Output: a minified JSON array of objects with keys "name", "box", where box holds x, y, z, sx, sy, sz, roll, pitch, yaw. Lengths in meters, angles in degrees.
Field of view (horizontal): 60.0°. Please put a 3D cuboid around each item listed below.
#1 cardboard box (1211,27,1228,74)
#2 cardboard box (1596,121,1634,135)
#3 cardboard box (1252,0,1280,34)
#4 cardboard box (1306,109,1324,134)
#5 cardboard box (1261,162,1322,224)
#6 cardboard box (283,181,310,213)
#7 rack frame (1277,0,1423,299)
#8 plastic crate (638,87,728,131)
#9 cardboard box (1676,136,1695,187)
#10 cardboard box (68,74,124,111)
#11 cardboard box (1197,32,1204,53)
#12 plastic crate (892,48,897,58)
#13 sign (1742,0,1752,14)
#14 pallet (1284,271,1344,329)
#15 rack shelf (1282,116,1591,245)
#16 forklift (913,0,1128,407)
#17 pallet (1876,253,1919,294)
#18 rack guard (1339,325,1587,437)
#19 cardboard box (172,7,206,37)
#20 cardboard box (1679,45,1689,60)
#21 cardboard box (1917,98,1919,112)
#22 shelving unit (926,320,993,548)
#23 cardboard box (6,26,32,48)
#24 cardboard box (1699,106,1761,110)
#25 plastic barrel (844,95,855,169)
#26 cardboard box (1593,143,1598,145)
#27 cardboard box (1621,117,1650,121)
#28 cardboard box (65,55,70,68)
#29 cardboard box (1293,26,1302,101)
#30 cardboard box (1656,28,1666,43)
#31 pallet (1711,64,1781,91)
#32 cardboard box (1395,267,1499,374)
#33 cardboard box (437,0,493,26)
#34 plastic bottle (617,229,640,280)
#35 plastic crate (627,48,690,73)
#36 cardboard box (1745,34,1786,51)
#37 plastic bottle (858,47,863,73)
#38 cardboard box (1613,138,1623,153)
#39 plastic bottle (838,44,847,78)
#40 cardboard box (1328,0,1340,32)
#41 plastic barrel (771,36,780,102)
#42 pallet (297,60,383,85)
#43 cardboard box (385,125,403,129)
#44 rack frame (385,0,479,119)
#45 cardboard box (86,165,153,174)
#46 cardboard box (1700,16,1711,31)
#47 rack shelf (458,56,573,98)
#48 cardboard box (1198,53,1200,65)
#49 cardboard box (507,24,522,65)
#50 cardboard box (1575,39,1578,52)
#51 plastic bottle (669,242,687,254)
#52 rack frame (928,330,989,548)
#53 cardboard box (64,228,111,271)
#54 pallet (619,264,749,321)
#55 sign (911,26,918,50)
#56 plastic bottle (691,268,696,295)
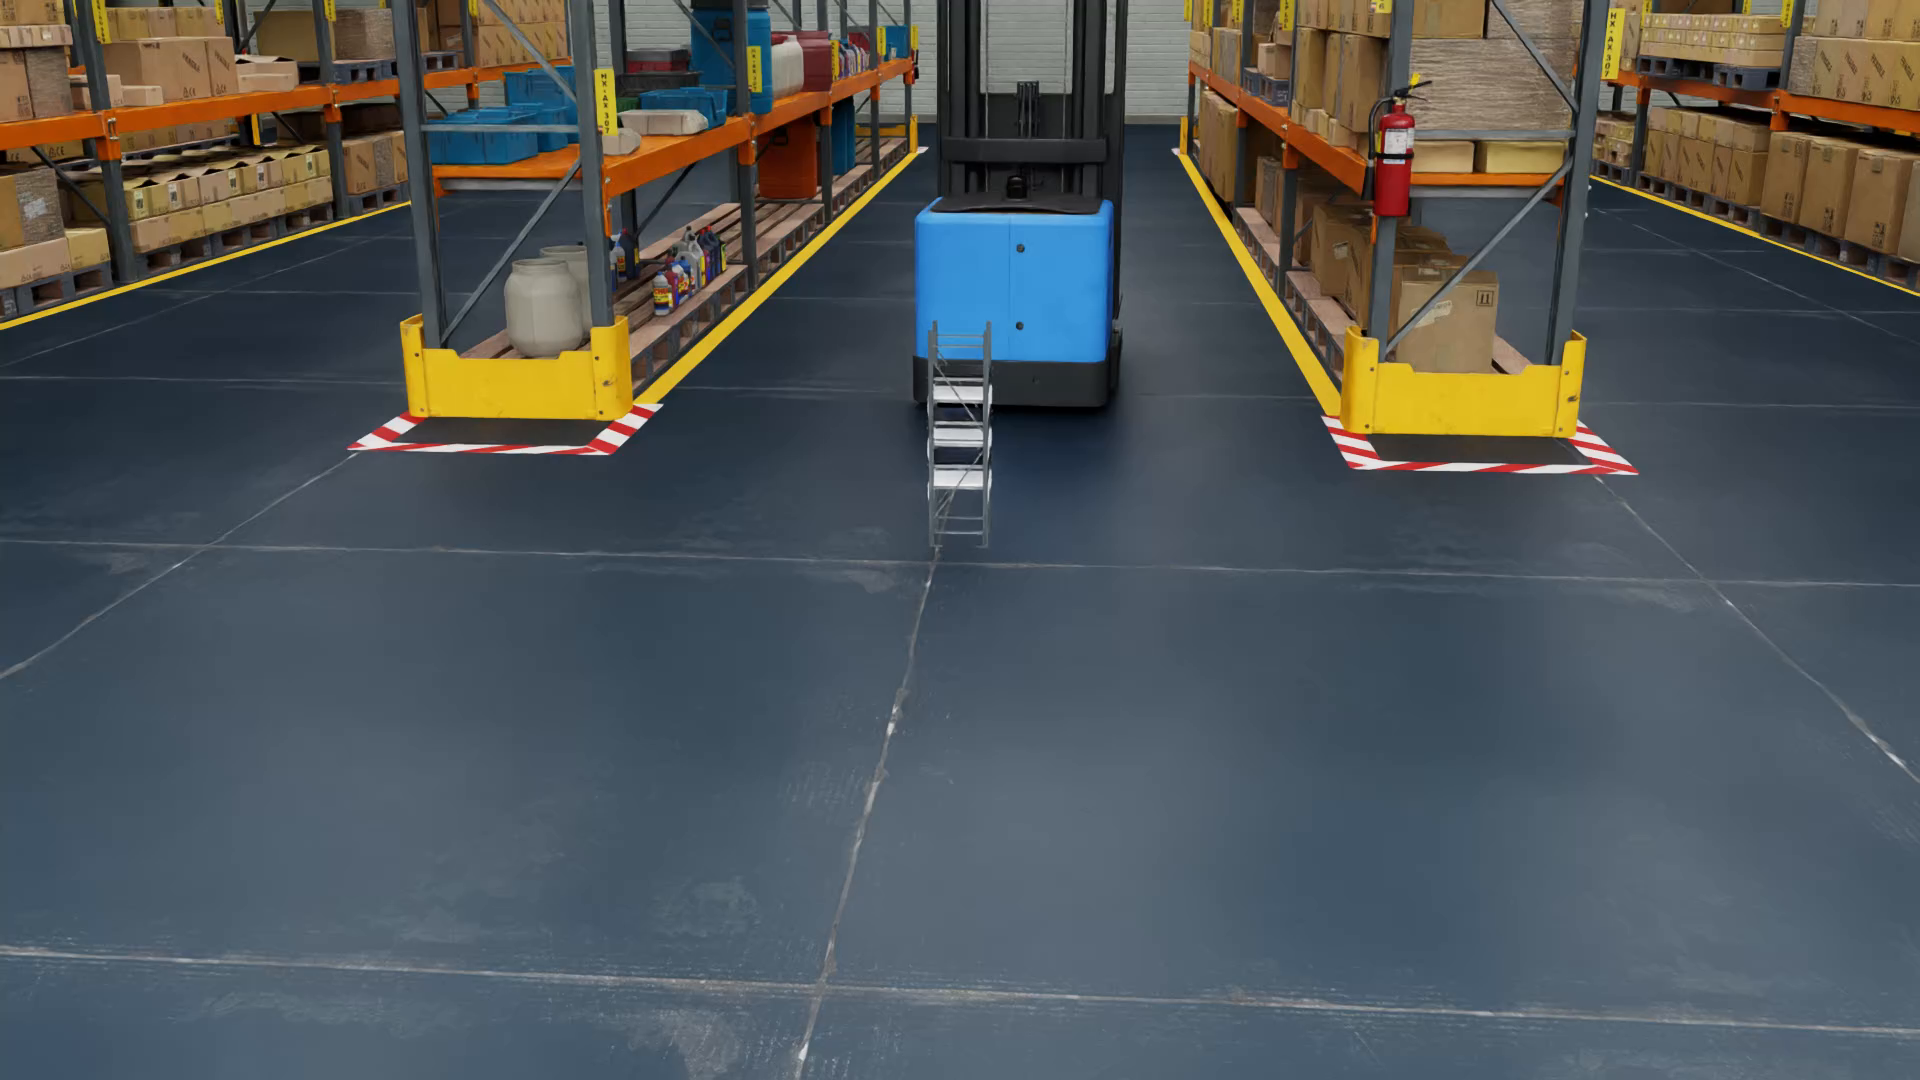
[{"name":"cardboard box","box":[3.173,-5.630,19.128,0.500,0.500,0.500,1,18,4]},{"name":"cardboard box","box":[8.174,-5.145,20.755,0.380,0.149,0.250,0,18,1]},{"name":"cardboard box","box":[3.237,-5.229,16.292,0.797,0.503,0.637,2,18,6]},{"name":"cardboard box","box":[2.478,-2.746,10.889,0.380,0.149,0.250,1,18,4]},{"name":"cardboard box","box":[3.114,-3.118,14.929,0.700,0.500,0.500,0,18,-1]},{"name":"cardboard box","box":[-6.540,-3.264,15.809,0.500,0.250,0.500,1,18,3]},{"name":"rack frame","box":[2.882,-3.236,11.980,1.000,3.000,0.127,1,18,4]},{"name":"plastic crate","box":[-1.867,-2.926,11.273,0.499,0.251,0.616,1,18,4]},{"name":"cardboard box","box":[8.018,-4.039,17.772,0.500,0.500,0.500,2,18,5]},{"name":"cardboard box","box":[-7.007,-3.540,13.152,0.500,0.250,0.500,2,18,7]},{"name":"cardboard box","box":[3.336,-6.410,21.431,0.500,0.250,0.500,1,18,3]},{"name":"plastic crate","box":[-1.076,-6.719,22.938,0.396,0.136,0.243,1,18,4]},{"name":"sign","box":[8.949,-6.117,18.915,0.100,0.325,0.005,1,18,4]},{"name":"pallet","box":[2.869,-1.701,11.775,1.003,0.211,1.213,1,18,4]},{"name":"rack shelf","box":[2.739,-2.273,10.197,1.077,0.370,4.000,1,18,4]},{"name":"forklift","box":[0.440,-2.515,9.891,1.130,2.935,3.031,2,18,7]},{"name":"pallet","box":[7.802,-2.010,12.717,1.003,0.211,1.213,1,18,4]},{"name":"rack guard","box":[2.601,-0.829,8.650,1.175,0.500,0.348,1,18,4]},{"name":"cardboard box","box":[-11.147,-7.052,23.146,0.980,0.700,0.700,1,18,3]},{"name":"cardboard box","box":[7.820,-5.141,17.523,0.380,0.149,0.250,1,18,3]},{"name":"cardboard box","box":[7.629,-3.466,12.523,0.500,0.500,0.500,1,18,3]},{"name":"shelving unit","box":[0.001,-0.430,6.791,0.258,0.900,0.210,1,18,4]},{"name":"cardboard box","box":[-6.840,-3.566,11.787,0.380,0.149,0.250,1,18,2]},{"name":"cardboard box","box":[8.594,-4.709,18.613,0.500,0.250,0.500,1,18,2]},{"name":"plastic barrel","box":[-1.541,-4.865,19.647,0.600,0.901,0.708,1,18,4]},{"name":"cardboard box","box":[8.244,-4.953,21.126,0.380,0.149,0.250,2,18,5]},{"name":"cardboard box","box":[8.755,-5.375,21.457,0.380,0.149,0.250,1,18,2]},{"name":"cardboard box","box":[-11.108,-5.831,20.272,0.380,0.149,0.250,1,18,4]},{"name":"cardboard box","box":[2.788,-3.286,11.496,0.875,0.500,0.500,1,18,4]},{"name":"cardboard box","box":[7.874,-5.527,18.224,0.380,0.149,0.250,2,18,5]},{"name":"pallet","box":[8.053,-4.468,16.051,1.213,0.211,1.003,1,18,4]},{"name":"cardboard box","box":[2.657,-1.199,9.103,0.500,0.500,0.500,5,19,14]},{"name":"cardboard box","box":[-6.111,-6.605,20.498,0.500,0.500,0.500,2,18,5]},{"name":"plastic bottle","box":[-2.386,-2.052,11.915,0.144,0.351,0.185,1,18,4]},{"name":"plastic crate","box":[-2.329,-3.534,12.787,0.402,0.464,0.583,1,18,4]},{"name":"cardboard box","box":[7.690,-4.721,15.765,0.380,0.149,0.250,2,18,5]},{"name":"plastic bottle","box":[-1.162,-5.573,19.301,0.061,0.283,0.133,1,18,4]},{"name":"cardboard box","box":[8.108,-4.753,20.039,0.380,0.149,0.250,0,18,1]},{"name":"plastic bottle","box":[-1.303,-5.172,17.970,0.144,0.351,0.185,1,18,4]},{"name":"cardboard box","box":[2.501,-3.299,9.931,0.500,0.500,0.500,1,18,4]},{"name":"plastic barrel","box":[-1.718,-3.931,13.884,0.433,0.535,0.433,0,18,0]},{"name":"pallet","box":[-6.733,-4.821,17.127,1.213,0.211,1.003,1,18,4]},{"name":"cardboard box","box":[-6.255,-4.495,19.132,0.500,0.500,0.500,2,18,5]},{"name":"rack frame","box":[-6.425,-5.943,20.241,1.000,3.000,0.127,1,18,4]},{"name":"cardboard box","box":[-7.186,-3.066,14.304,0.500,0.311,0.500,1,18,4]},{"name":"cardboard box","box":[7.781,-5.263,16.940,0.380,0.149,0.250,2,18,7]},{"name":"rack shelf","box":[-6.282,-6.222,22.249,1.077,0.370,4.000,1,18,4]},{"name":"cardboard box","box":[3.262,-6.181,21.373,0.380,0.149,0.250,2,18,5]},{"name":"cardboard box","box":[-6.045,-6.457,21.650,0.500,0.500,0.500,1,18,4]},{"name":"cardboard box","box":[8.361,-6.709,21.943,0.500,0.500,0.500,1,18,4]},{"name":"plastic bottle","box":[-1.980,-1.990,11.848,0.152,0.276,0.135,1,18,4]},{"name":"rack frame","box":[-0.007,-0.399,6.694,0.240,0.900,0.006,1,18,4]},{"name":"cardboard box","box":[-6.814,-2.202,12.567,0.500,0.250,0.500,1,18,4]},{"name":"pallet","box":[-2.148,-1.813,12.118,1.003,0.211,1.213,1,18,4]},{"name":"sign","box":[-0.648,-7.143,23.644,0.100,0.325,0.005,1,18,4]},{"name":"plastic bottle","box":[-1.851,-1.771,11.299,0.097,0.201,0.097,0,18,0]}]
